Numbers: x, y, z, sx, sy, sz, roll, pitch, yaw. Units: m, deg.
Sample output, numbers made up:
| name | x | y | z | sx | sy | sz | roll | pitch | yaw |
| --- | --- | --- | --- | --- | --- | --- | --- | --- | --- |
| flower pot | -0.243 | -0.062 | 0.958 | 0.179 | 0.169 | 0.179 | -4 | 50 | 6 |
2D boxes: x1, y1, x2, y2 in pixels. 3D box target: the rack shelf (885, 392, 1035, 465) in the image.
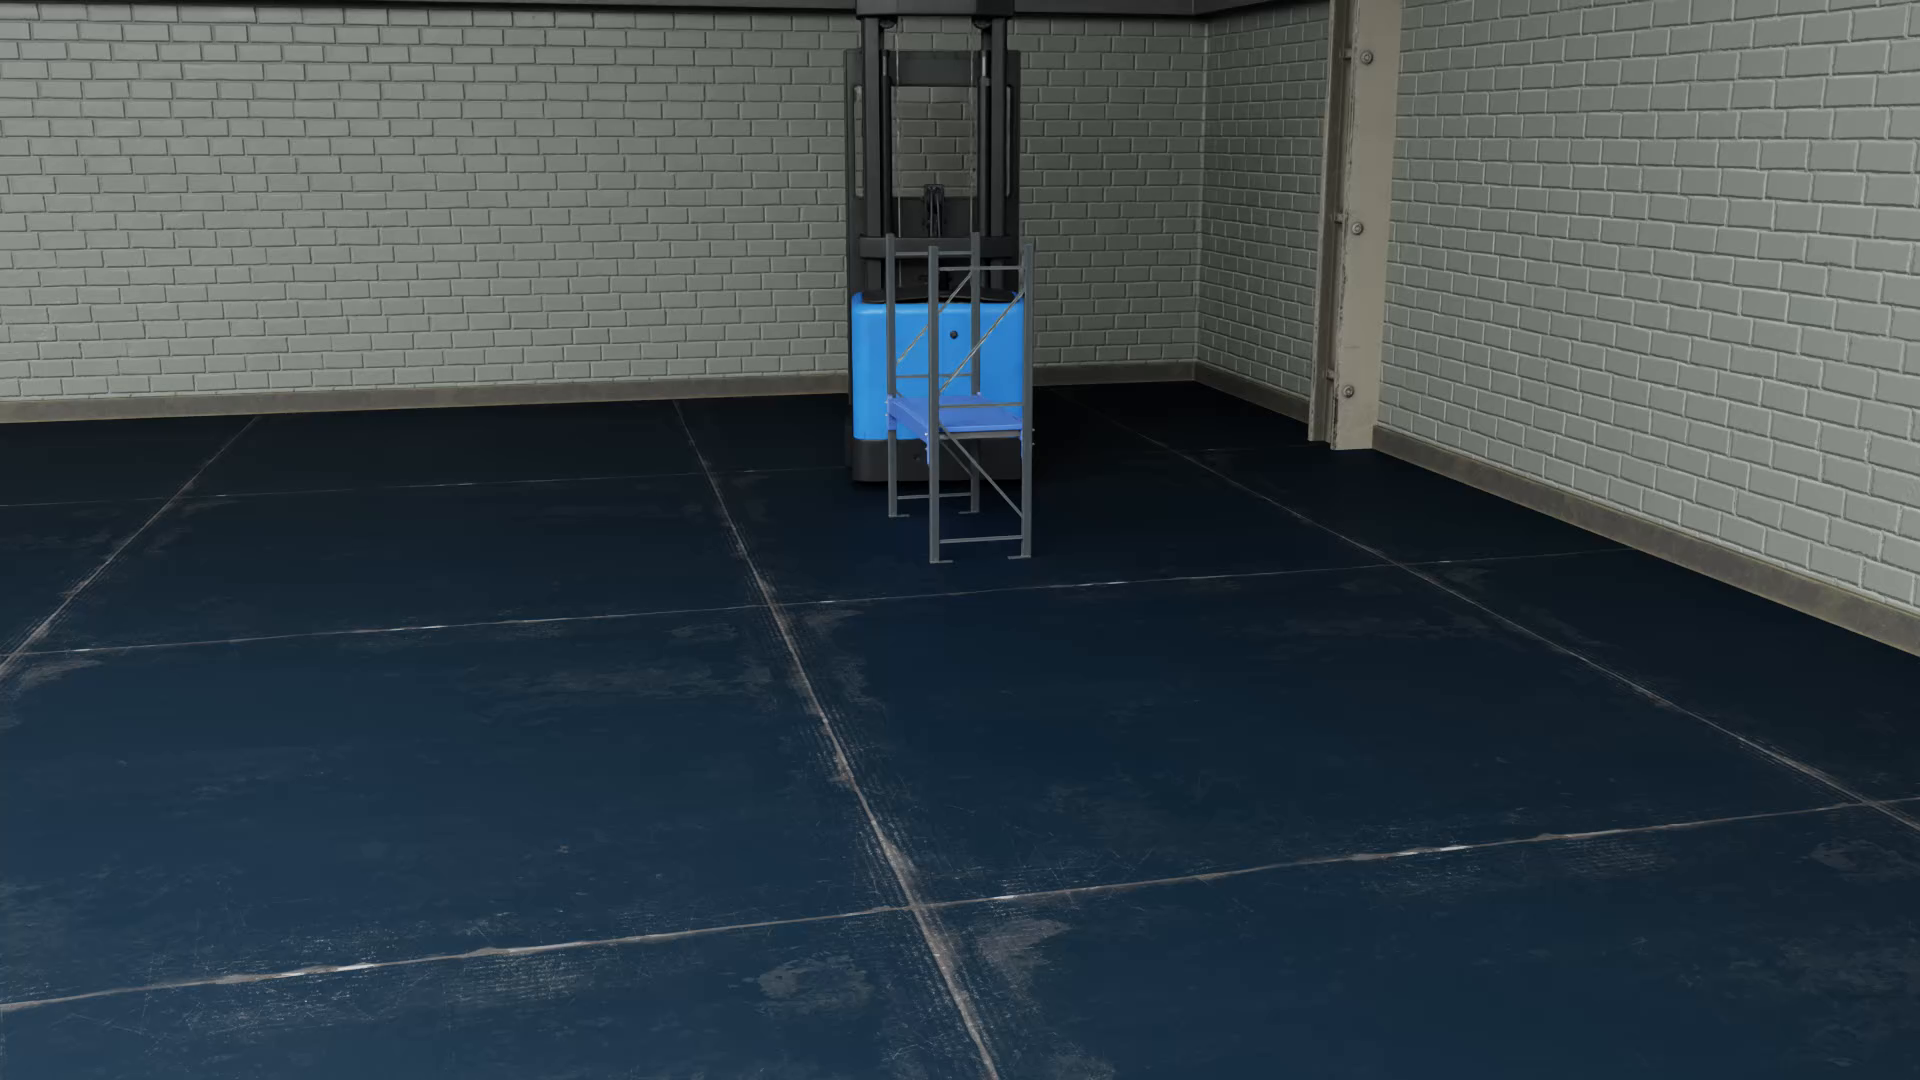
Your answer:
| name | x | y | z | sx | sy | sz | roll | pitch | yaw |
| --- | --- | --- | --- | --- | --- | --- | --- | --- | --- |
| rack shelf | -0.020 | -0.574 | 8.372 | 0.538 | 0.185 | 1.000 | -3 | 14 | -13 |

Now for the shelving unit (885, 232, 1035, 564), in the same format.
| name | x | y | z | sx | sy | sz | roll | pitch | yaw |
| --- | --- | --- | --- | --- | --- | --- | --- | --- | --- |
| shelving unit | -0.020 | -0.748 | 8.330 | 0.538 | 1.500 | 1.048 | -3 | 14 | -13 |

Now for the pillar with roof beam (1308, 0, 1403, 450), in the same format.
| name | x | y | z | sx | sy | sz | roll | pitch | yaw |
| --- | --- | --- | --- | --- | --- | --- | --- | --- | --- |
| pillar with roof beam | -1.649 | -4.771 | 8.996 | 9.100 | 9.000 | 0.400 | -3 | 14 | -13 |

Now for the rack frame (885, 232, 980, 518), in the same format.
| name | x | y | z | sx | sy | sz | roll | pitch | yaw |
| --- | --- | --- | --- | --- | --- | --- | --- | --- | --- |
| rack frame | -0.139 | -0.866 | 8.810 | 0.500 | 1.500 | 0.032 | -3 | 14 | -13 |

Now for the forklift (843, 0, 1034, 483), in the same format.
| name | x | y | z | sx | sy | sz | roll | pitch | yaw |
| --- | --- | --- | --- | --- | --- | --- | --- | --- | --- |
| forklift | -0.188 | -2.050 | 10.644 | 1.130 | 2.935 | 3.031 | -1 | 14 | -4 |

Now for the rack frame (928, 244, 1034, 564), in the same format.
| name | x | y | z | sx | sy | sz | roll | pitch | yaw |
| --- | --- | --- | --- | --- | --- | --- | --- | --- | --- |
| rack frame | 0.099 | -0.631 | 7.850 | 0.500 | 1.500 | 0.032 | -3 | 14 | -13 |
